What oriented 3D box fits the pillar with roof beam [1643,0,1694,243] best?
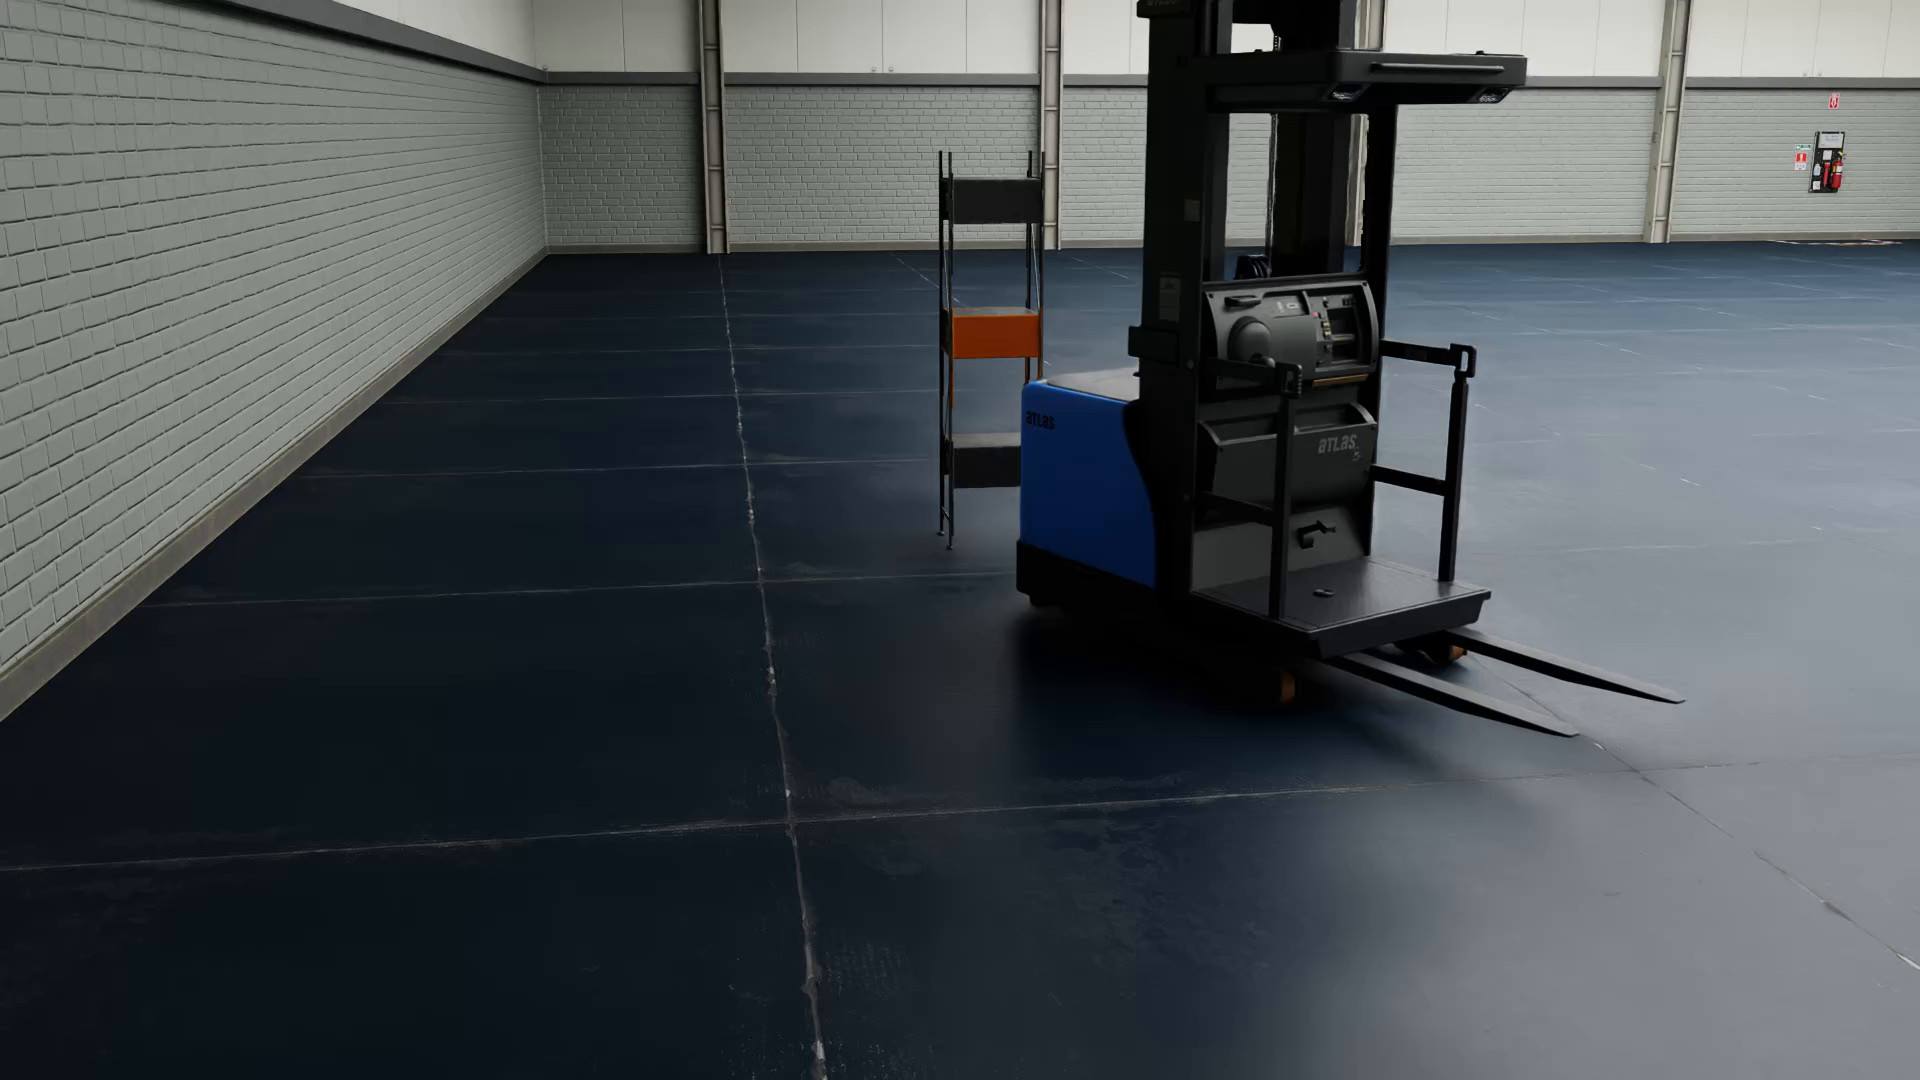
[{"bbox_3d":[14.133,-9.106,27.034,0.400,9.000,9.100,-2,14,-8],"label":"pillar with roof beam"}]

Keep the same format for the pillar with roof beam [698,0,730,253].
[{"bbox_3d":[-3.667,-8.454,24.433,0.400,9.000,9.100,-2,14,-8],"label":"pillar with roof beam"}]

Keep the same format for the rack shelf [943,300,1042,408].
[{"bbox_3d":[0.164,-1.011,8.994,0.480,0.518,0.431,-2,14,-8],"label":"rack shelf"}]

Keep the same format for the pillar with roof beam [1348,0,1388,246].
[{"bbox_3d":[8.200,-8.889,26.167,0.400,9.000,9.100,-2,14,-8],"label":"pillar with roof beam"}]

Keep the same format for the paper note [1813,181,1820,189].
[{"bbox_3d":[16.790,-6.952,32.587,0.142,0.148,0.016,-2,14,-8],"label":"paper note"}]

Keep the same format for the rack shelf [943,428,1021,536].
[{"bbox_3d":[0.164,-0.332,9.164,0.480,0.518,0.431,-2,14,-8],"label":"rack shelf"}]

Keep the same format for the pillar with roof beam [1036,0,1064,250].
[{"bbox_3d":[2.267,-8.671,25.300,0.400,9.000,9.100,-2,14,-8],"label":"pillar with roof beam"}]

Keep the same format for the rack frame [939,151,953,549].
[{"bbox_3d":[-0.078,-1.016,8.955,0.015,2.100,0.400,-2,14,-8],"label":"rack frame"}]

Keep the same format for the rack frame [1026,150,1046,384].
[{"bbox_3d":[0.405,-1.033,9.026,0.015,2.100,0.400,-2,14,-8],"label":"rack frame"}]

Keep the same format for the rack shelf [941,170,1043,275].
[{"bbox_3d":[0.164,-1.690,8.823,0.480,0.518,0.431,-2,14,-8],"label":"rack shelf"}]

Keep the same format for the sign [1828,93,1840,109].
[{"bbox_3d":[16.952,-8.517,32.251,0.199,0.298,0.001,-2,14,-8],"label":"sign"}]

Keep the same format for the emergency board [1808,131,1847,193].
[{"bbox_3d":[16.975,-7.369,32.439,0.643,1.169,0.194,-2,14,-8],"label":"emergency board"}]

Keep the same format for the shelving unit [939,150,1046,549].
[{"bbox_3d":[0.164,-1.024,8.990,0.503,2.100,0.431,-2,14,-8],"label":"shelving unit"}]

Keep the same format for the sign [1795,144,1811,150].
[{"bbox_3d":[16.419,-7.646,32.381,0.331,0.109,0.001,-2,14,-8],"label":"sign"}]

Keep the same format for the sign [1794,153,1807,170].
[{"bbox_3d":[16.413,-7.391,32.454,0.234,0.329,0.001,-2,14,-8],"label":"sign"}]

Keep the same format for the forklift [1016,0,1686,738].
[{"bbox_3d":[1.507,-0.890,6.744,1.130,2.935,3.031,-9,17,-33],"label":"forklift"}]
